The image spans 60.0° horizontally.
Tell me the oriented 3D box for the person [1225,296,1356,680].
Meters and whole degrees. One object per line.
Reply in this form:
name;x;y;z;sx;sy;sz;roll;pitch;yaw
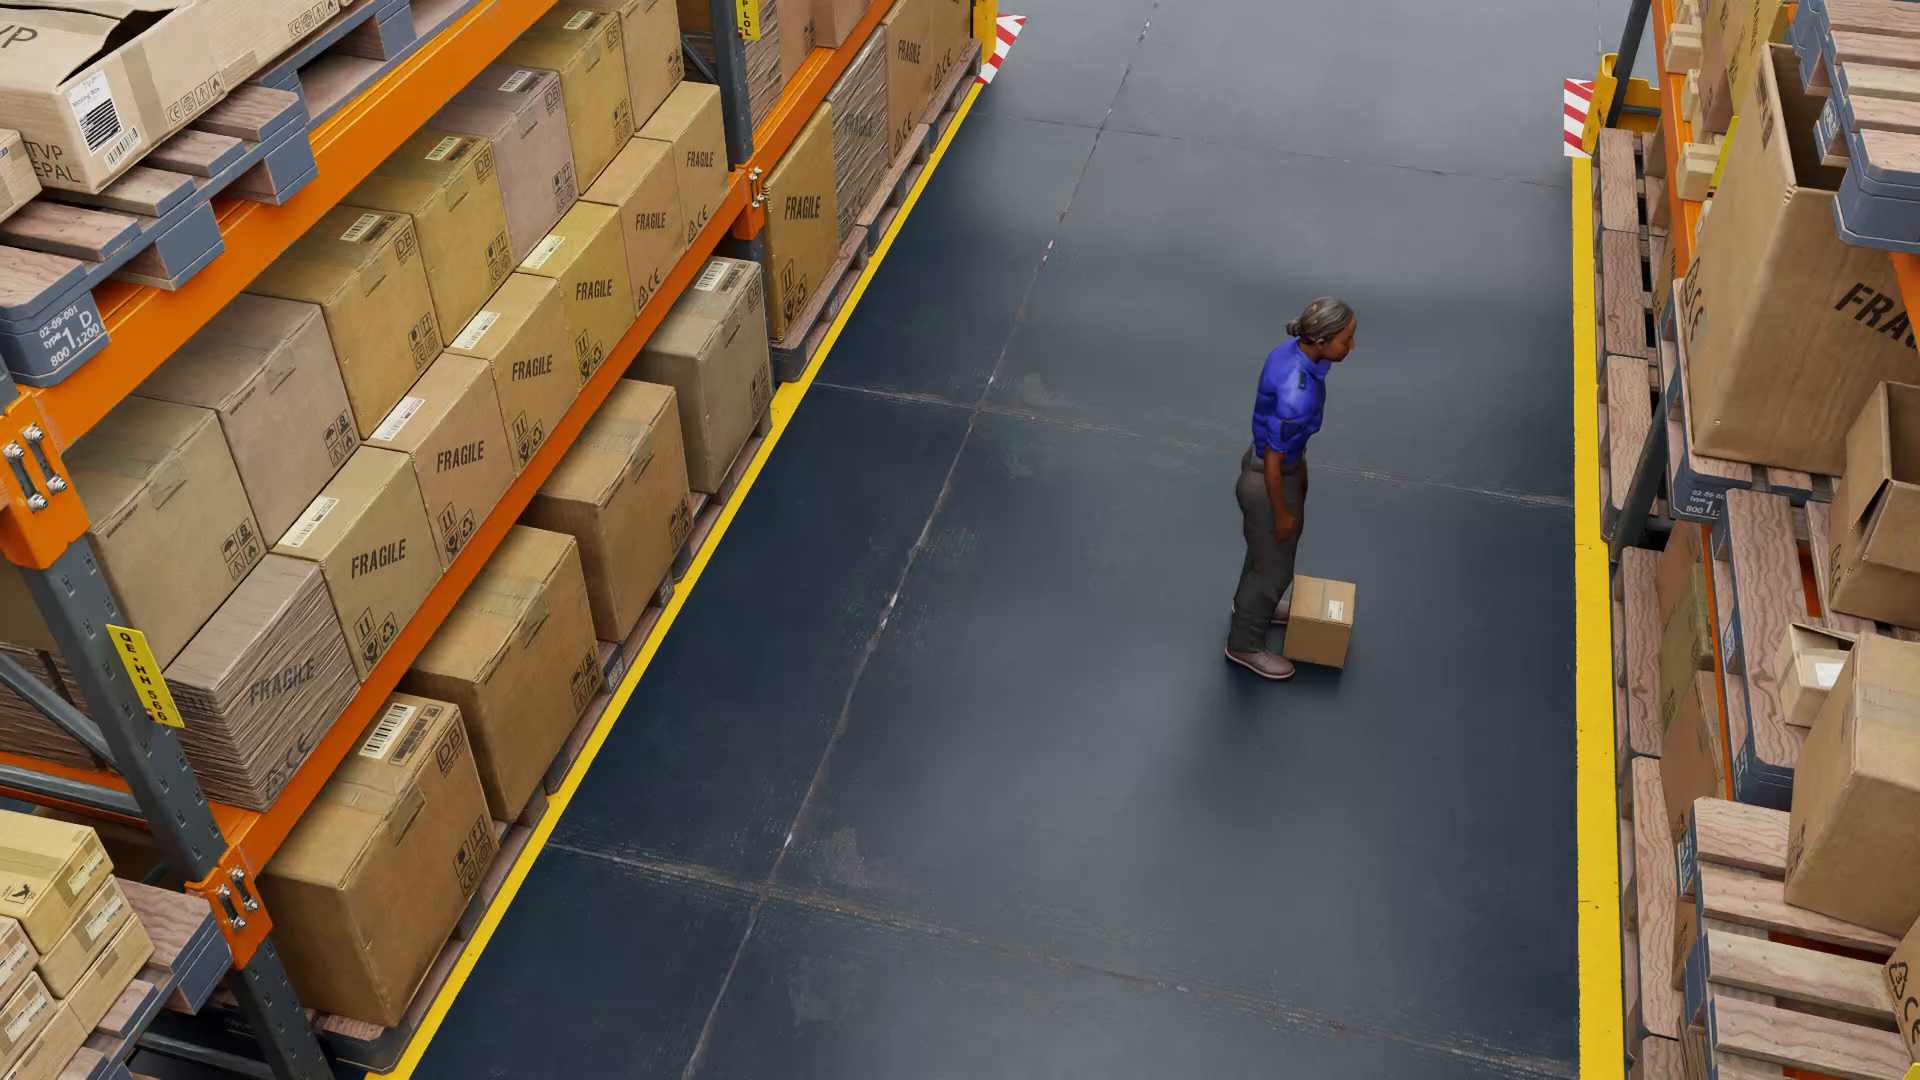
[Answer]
person;1.248;-0.225;6.418;0.347;1.655;0.505;10;42;12
